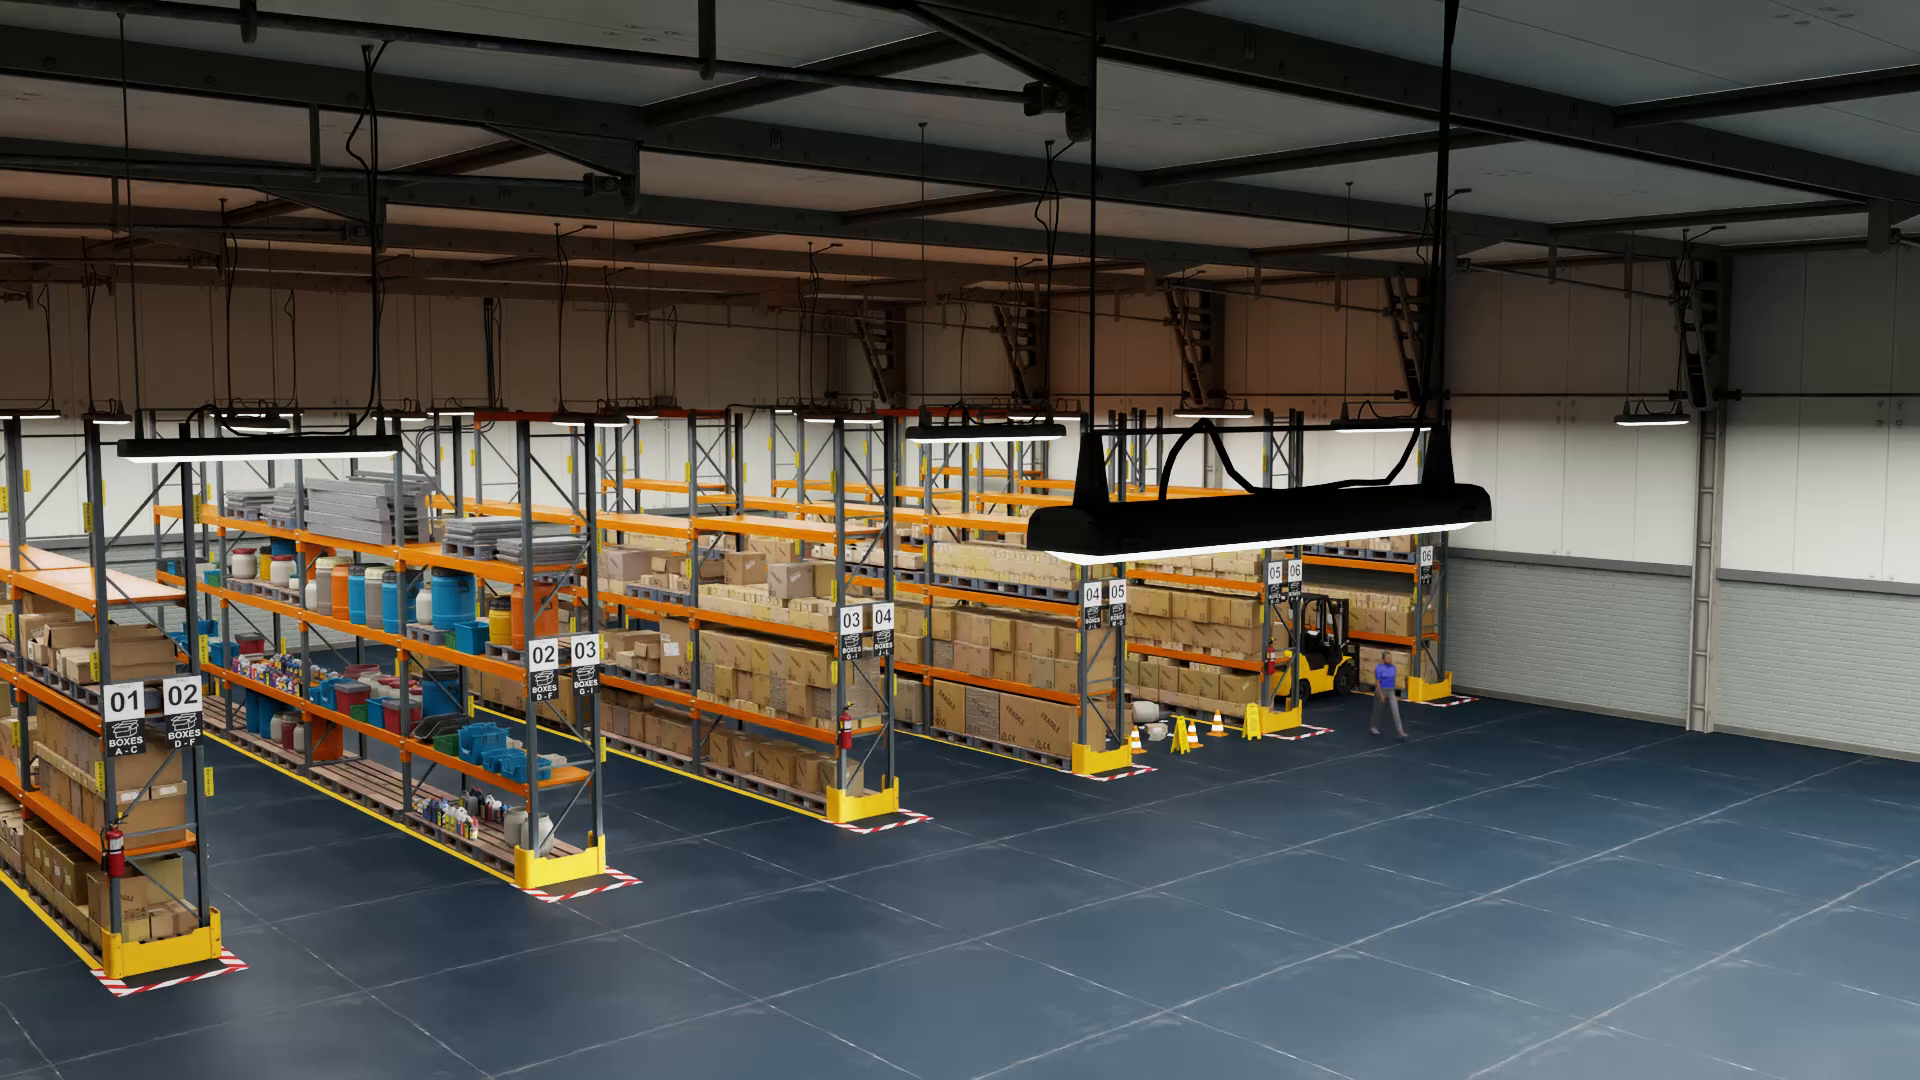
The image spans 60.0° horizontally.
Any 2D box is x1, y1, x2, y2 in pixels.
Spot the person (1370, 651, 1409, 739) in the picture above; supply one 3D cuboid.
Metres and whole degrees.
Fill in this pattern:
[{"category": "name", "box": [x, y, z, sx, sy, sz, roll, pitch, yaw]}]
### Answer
[{"category": "person", "box": [7.863, 2.833, 30.539, 0.487, 1.594, 1.056, 0, 5, -5]}]
